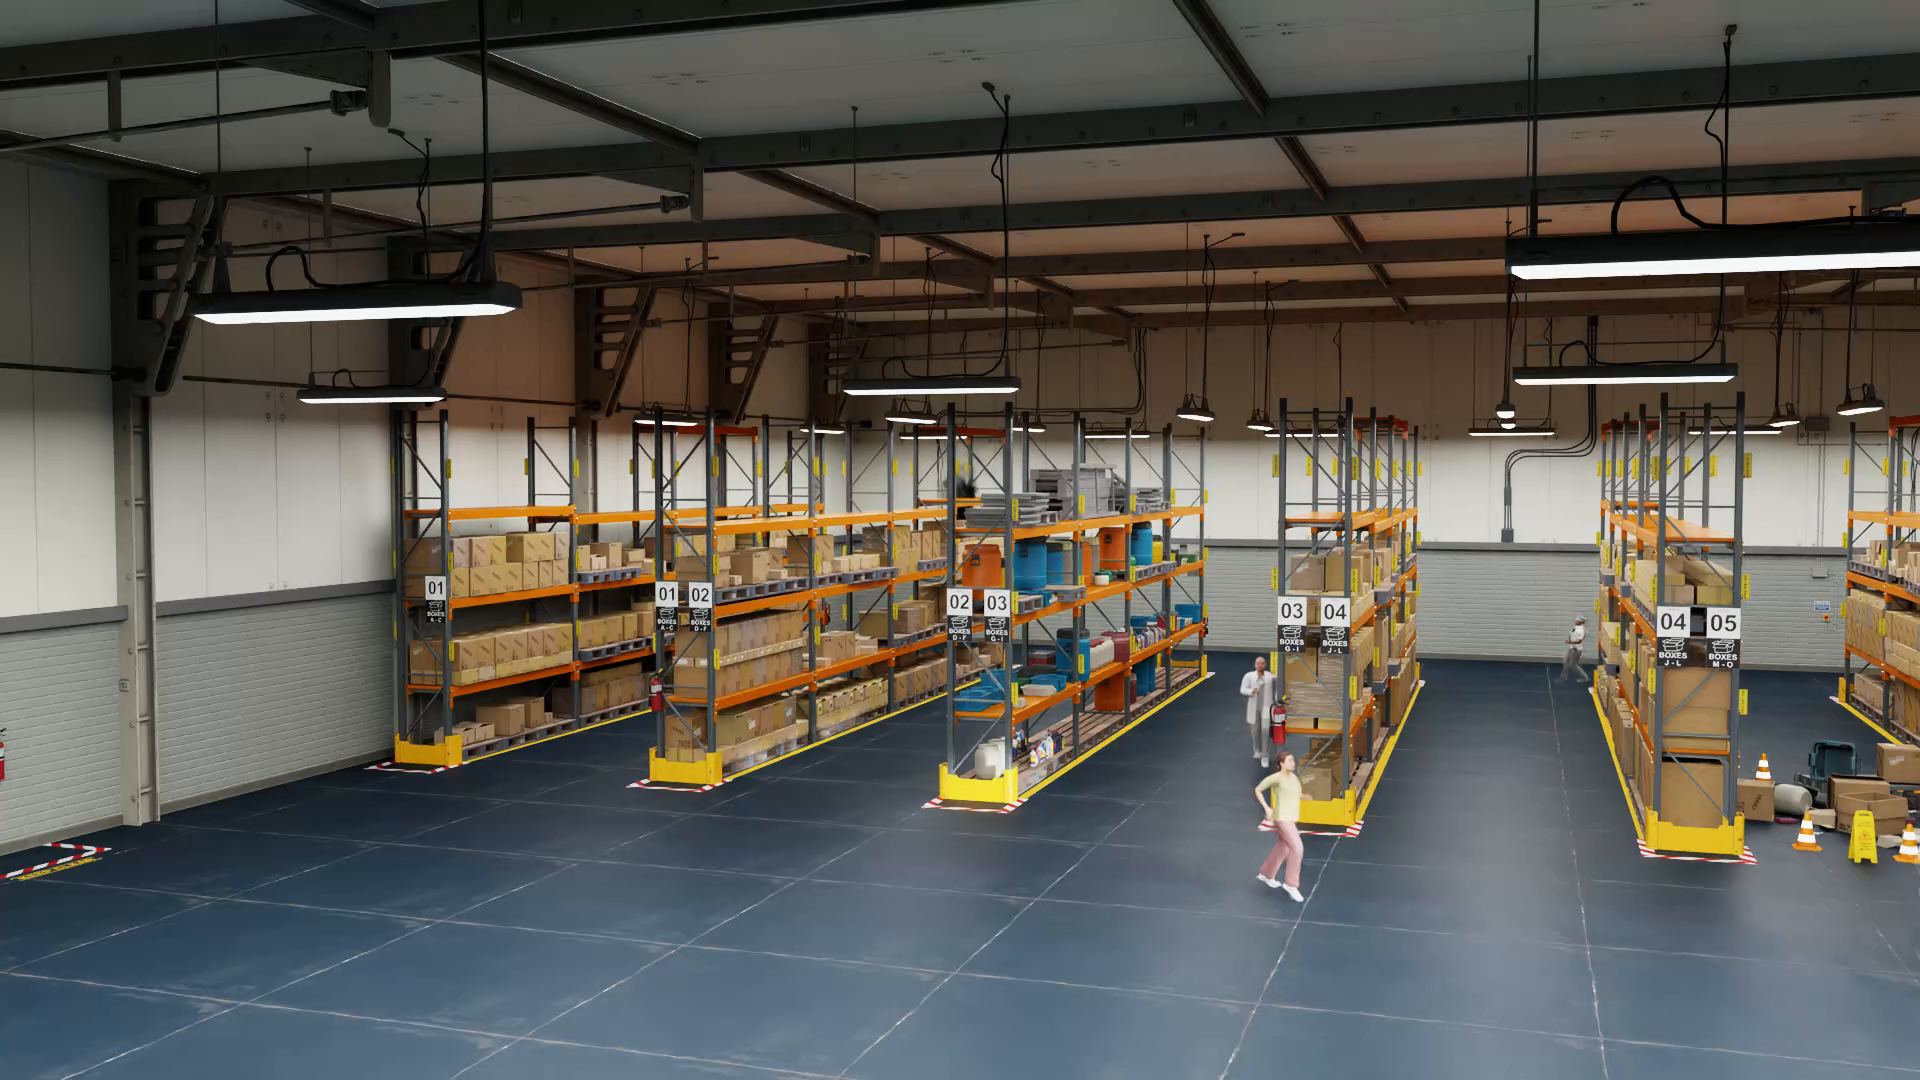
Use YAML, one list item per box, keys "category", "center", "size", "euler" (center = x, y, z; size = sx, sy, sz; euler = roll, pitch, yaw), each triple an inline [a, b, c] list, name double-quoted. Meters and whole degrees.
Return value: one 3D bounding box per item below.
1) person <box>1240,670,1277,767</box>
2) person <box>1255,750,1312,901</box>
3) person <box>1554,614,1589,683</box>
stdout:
- category: "person"
  center: [5.115, 3.009, 28.266]
  size: [0.672, 1.641, 0.754]
  euler: [1, 3, 16]
- category: "person"
  center: [3.800, 3.328, 19.519]
  size: [0.743, 1.726, 0.544]
  euler: [2, 3, 42]
- category: "person"
  center: [14.180, 2.509, 38.494]
  size: [0.748, 1.611, 0.713]
  euler: [1, 3, 17]
